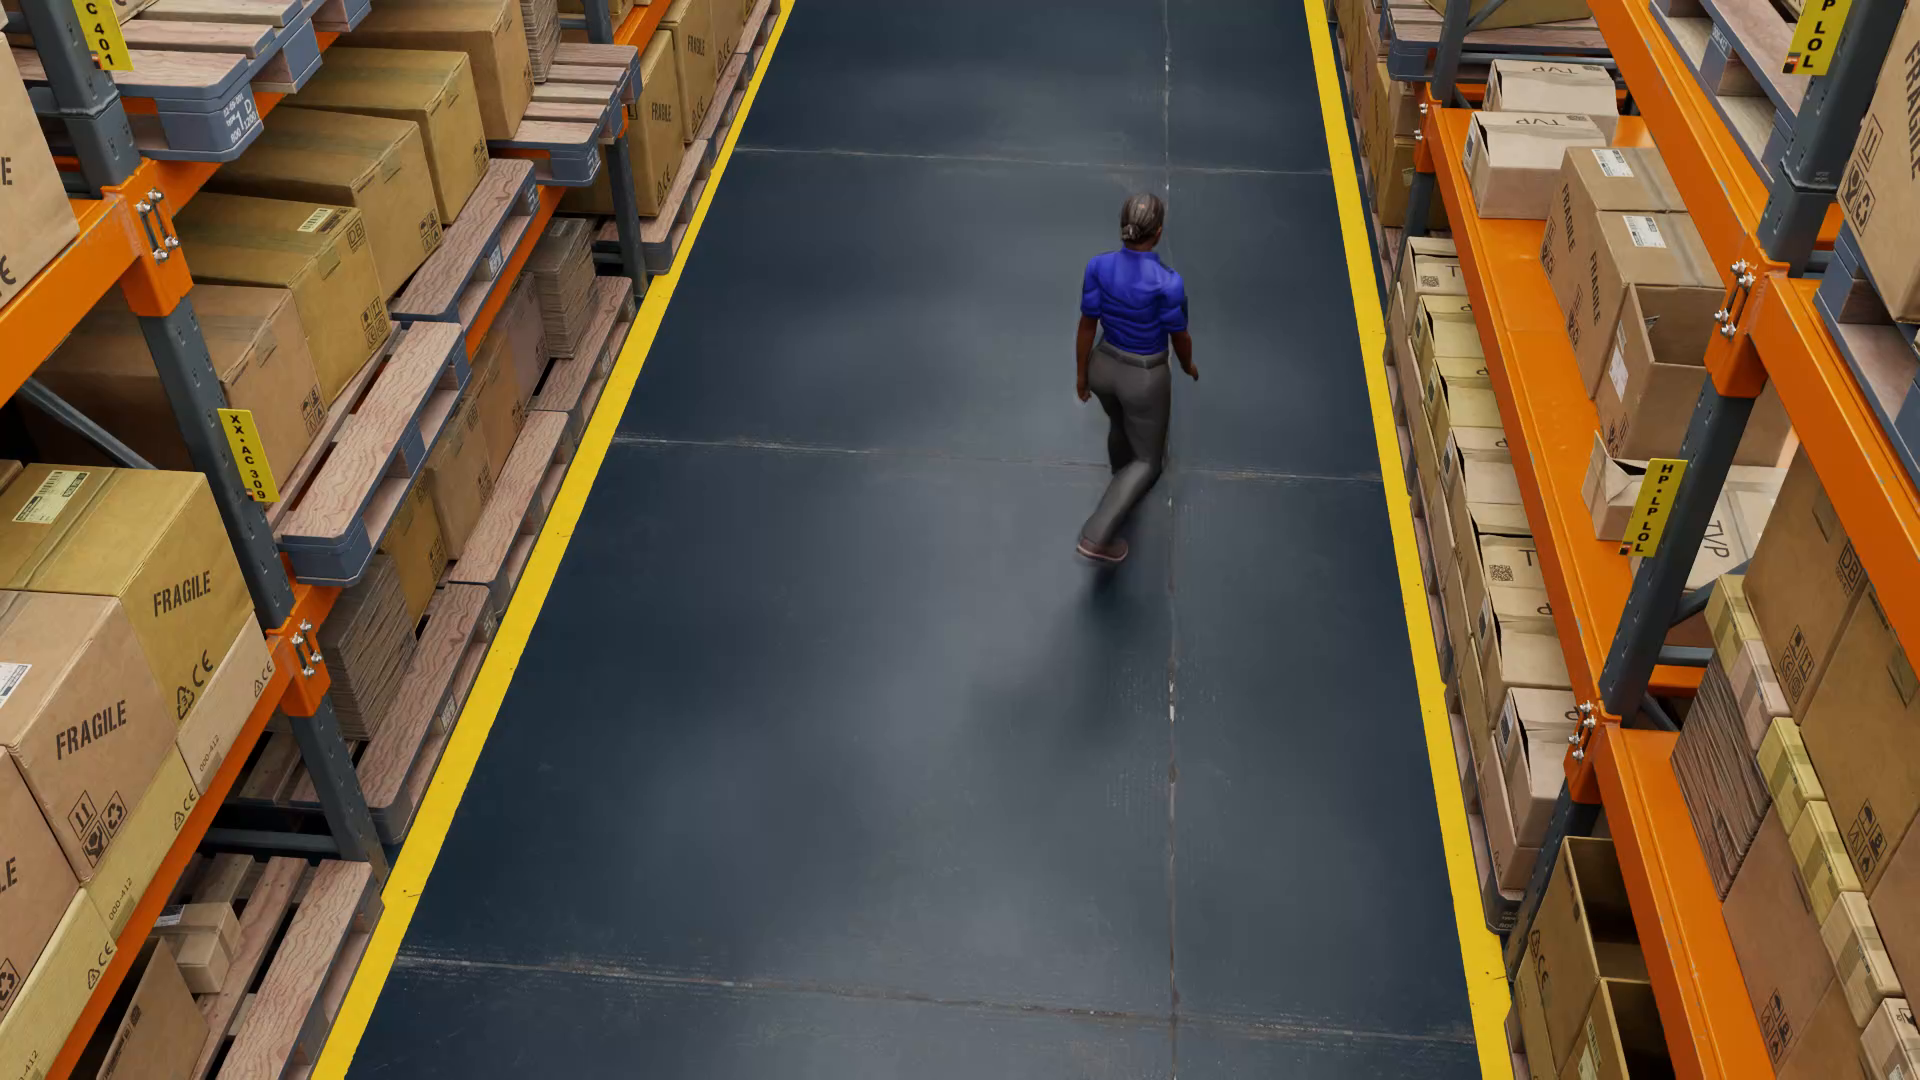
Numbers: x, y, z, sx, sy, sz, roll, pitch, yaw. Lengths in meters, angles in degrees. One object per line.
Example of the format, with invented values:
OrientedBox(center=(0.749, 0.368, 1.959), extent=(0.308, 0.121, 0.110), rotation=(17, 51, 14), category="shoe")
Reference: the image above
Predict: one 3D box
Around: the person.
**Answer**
OrientedBox(center=(0.710, -0.685, 6.959), extent=(0.448, 1.620, 0.904), rotation=(25, 46, 26), category="person")
